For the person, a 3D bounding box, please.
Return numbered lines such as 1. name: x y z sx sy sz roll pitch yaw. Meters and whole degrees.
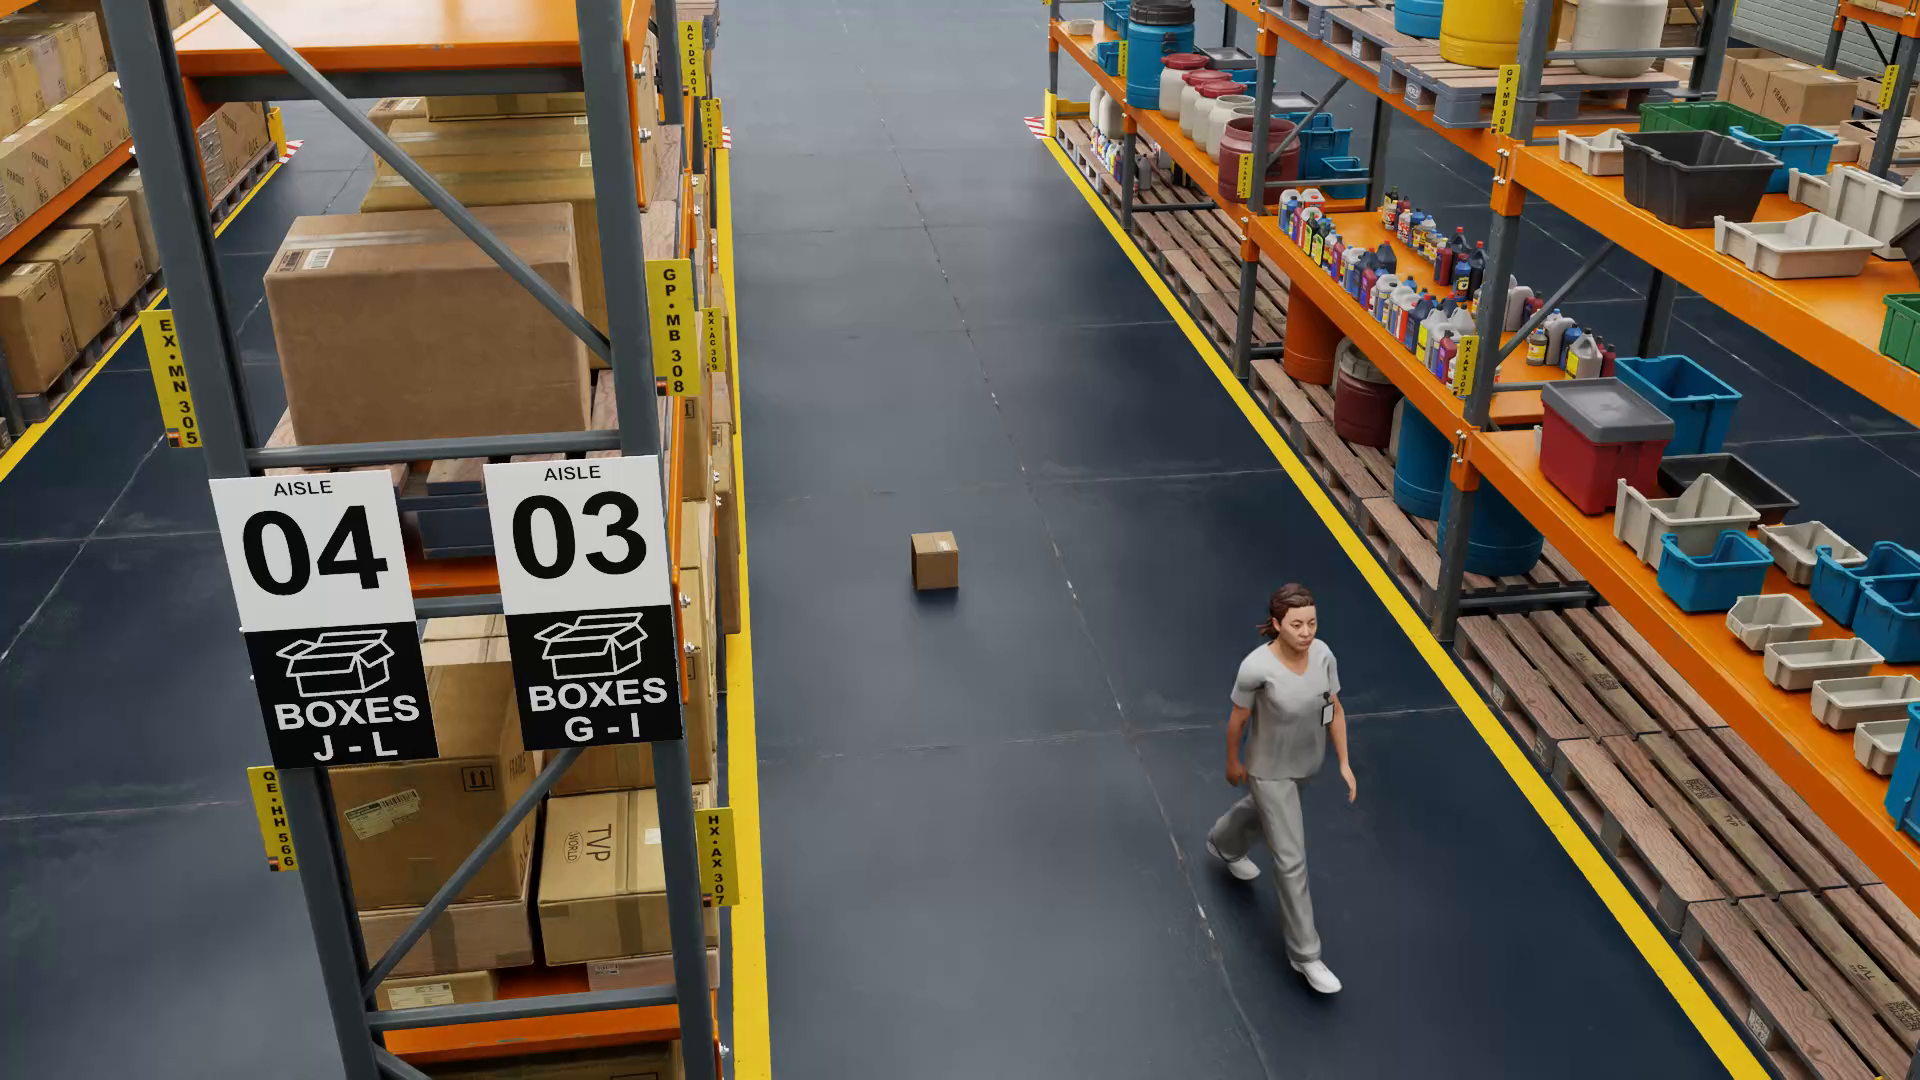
1. person: 1.357 0.929 6.807 0.451 1.611 1.048 -14 30 -25
